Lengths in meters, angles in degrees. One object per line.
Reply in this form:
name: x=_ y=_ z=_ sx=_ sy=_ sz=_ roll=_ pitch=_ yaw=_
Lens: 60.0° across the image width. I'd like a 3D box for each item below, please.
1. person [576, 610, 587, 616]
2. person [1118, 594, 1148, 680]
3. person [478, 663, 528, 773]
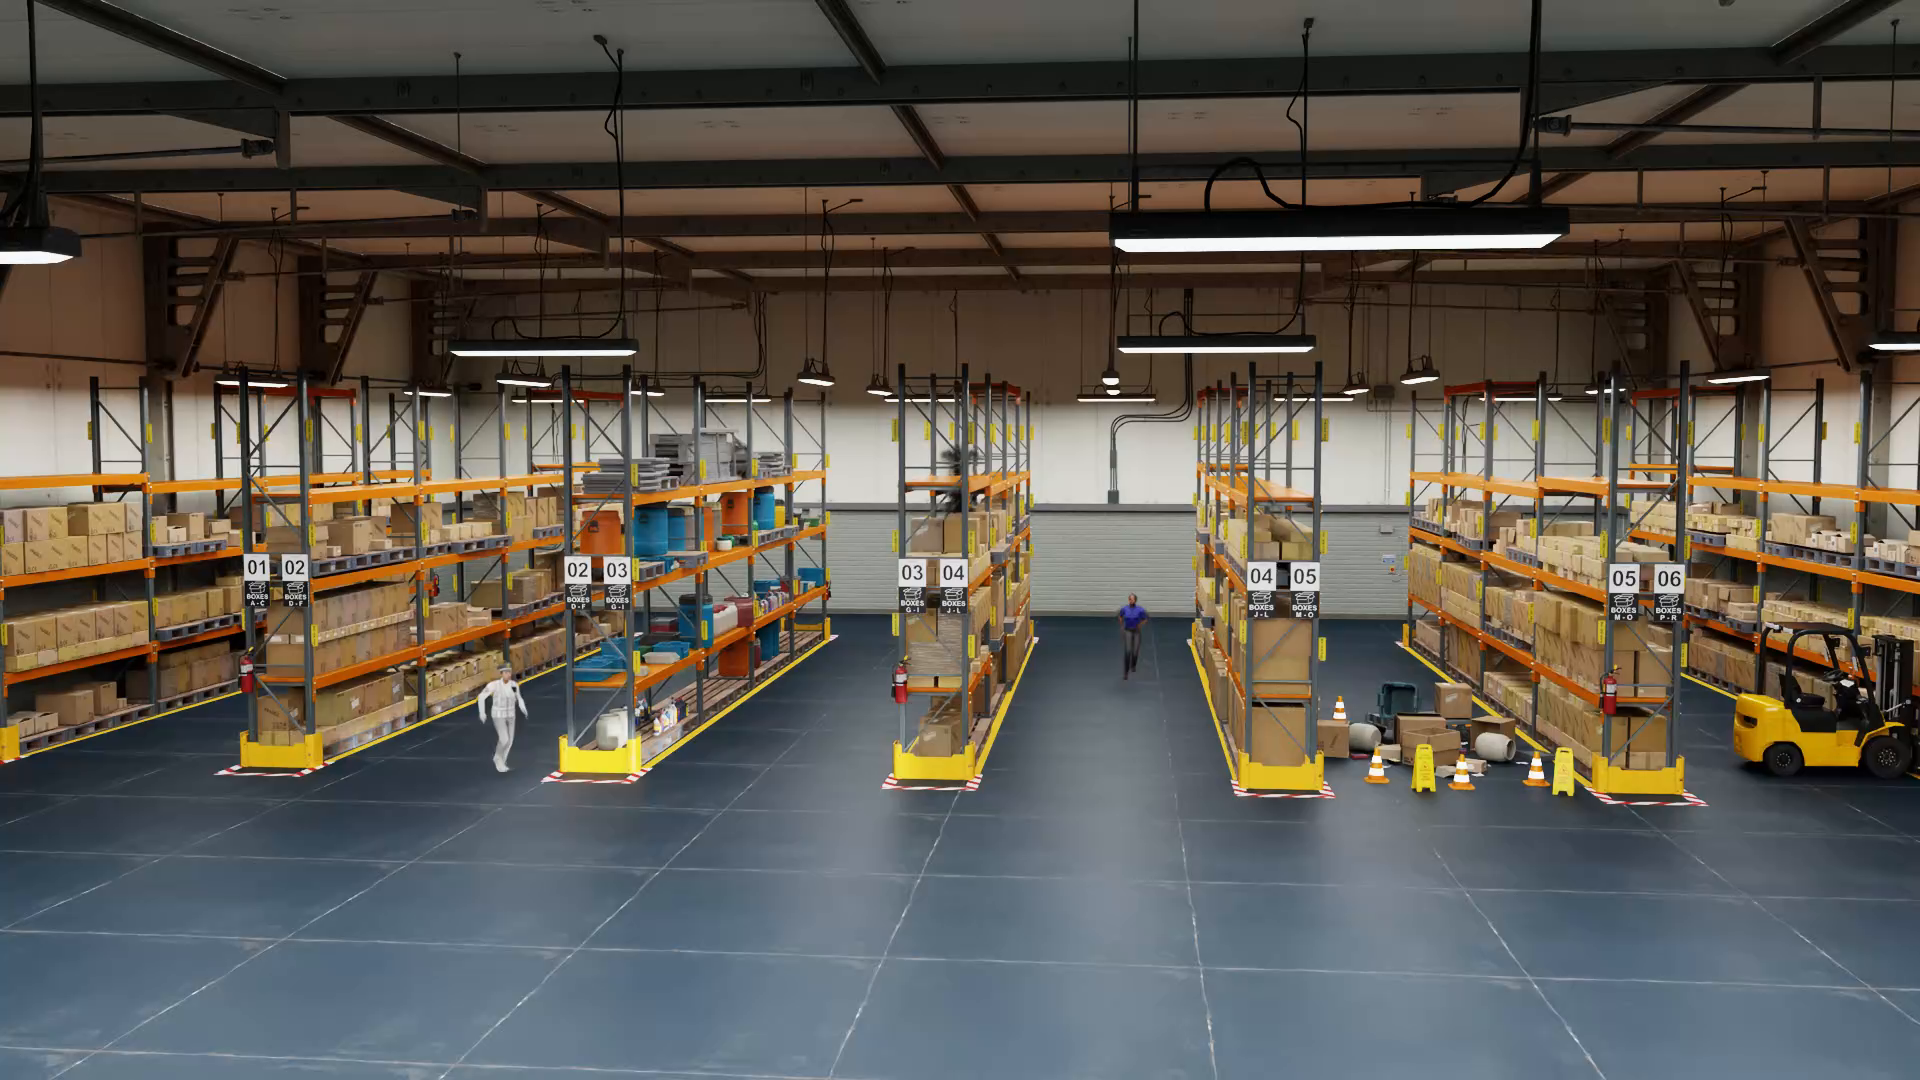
person: x=-9.704 y=1.442 z=42.327 sx=0.854 sy=1.718 sz=0.546 roll=1 pitch=4 yaw=9
person: x=3.414 y=1.897 z=32.761 sx=0.564 sy=1.691 sz=0.716 roll=0 pitch=4 yaw=2
person: x=-6.683 y=2.610 z=24.406 sx=0.613 sy=1.638 sz=0.696 roll=-3 pitch=5 yaw=-40
